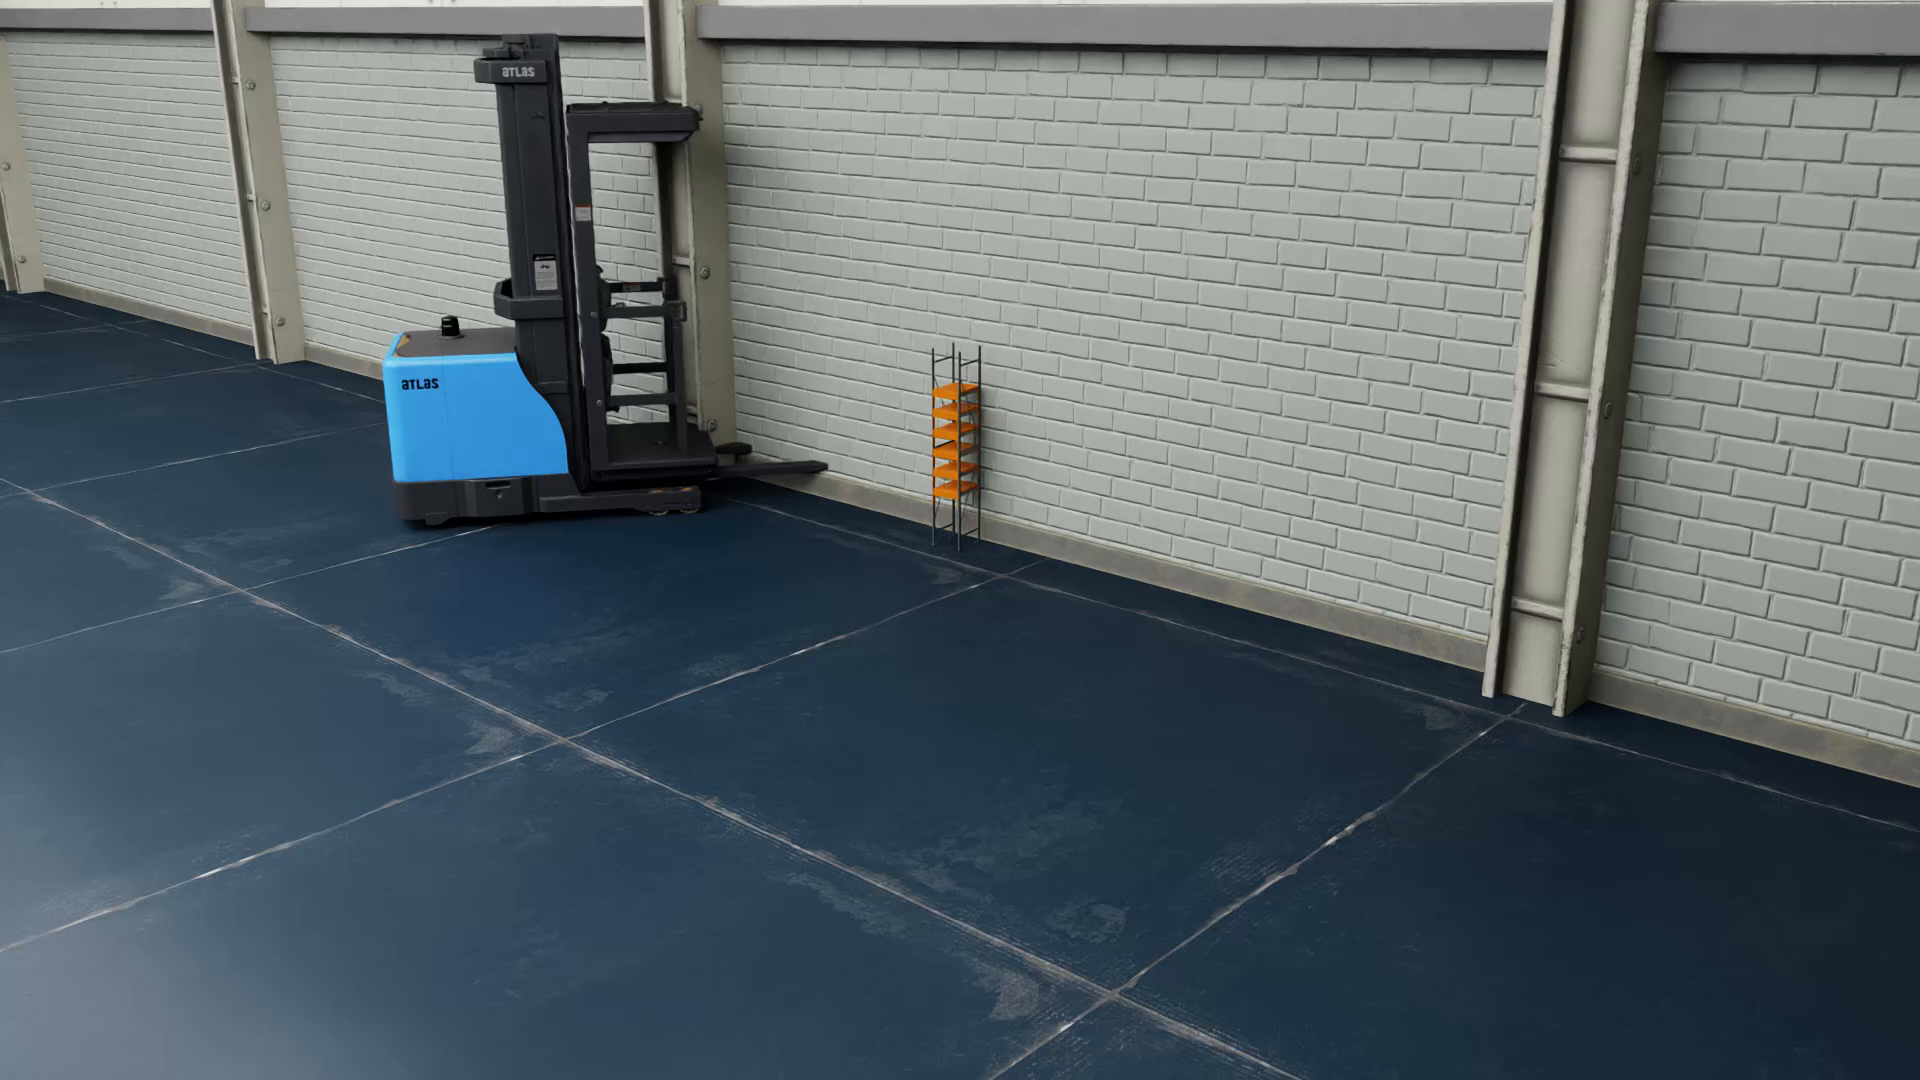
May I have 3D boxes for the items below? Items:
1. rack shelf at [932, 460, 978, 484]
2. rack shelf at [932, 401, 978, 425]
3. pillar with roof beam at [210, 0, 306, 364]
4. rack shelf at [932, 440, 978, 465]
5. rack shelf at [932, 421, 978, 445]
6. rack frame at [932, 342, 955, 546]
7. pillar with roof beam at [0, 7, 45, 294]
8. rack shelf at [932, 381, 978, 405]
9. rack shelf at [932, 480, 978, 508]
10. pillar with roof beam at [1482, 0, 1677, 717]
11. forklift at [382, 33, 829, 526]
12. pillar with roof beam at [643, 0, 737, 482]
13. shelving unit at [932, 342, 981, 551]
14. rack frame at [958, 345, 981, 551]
[{"bbox_3d":[-0.020,-0.395,9.916,0.180,0.103,0.258,11,20,31],"label":"rack shelf"},{"bbox_3d":[-0.020,-0.739,9.808,0.180,0.103,0.258,11,20,31],"label":"rack shelf"},{"bbox_3d":[-9.132,-4.991,10.962,0.400,9.000,9.100,15,23,39],"label":"pillar with roof beam"},{"bbox_3d":[-0.020,-0.510,9.880,0.180,0.103,0.258,11,20,31],"label":"rack shelf"},{"bbox_3d":[-0.020,-0.624,9.844,0.180,0.103,0.258,11,20,31],"label":"rack shelf"},{"bbox_3d":[-0.097,-0.567,9.914,0.006,1.200,0.240,11,20,31],"label":"rack frame"},{"bbox_3d":[-13.620,-6.196,14.758,0.400,9.000,9.100,15,23,39],"label":"pillar with roof beam"},{"bbox_3d":[-0.020,-0.853,9.772,0.180,0.103,0.258,11,20,31],"label":"rack shelf"},{"bbox_3d":[-0.020,-0.281,9.952,0.180,0.103,0.258,11,20,31],"label":"rack shelf"},{"bbox_3d":[-0.157,-2.582,3.370,0.400,9.000,9.100,15,23,39],"label":"pillar with roof beam"},{"bbox_3d":[-2.123,-1.701,10.625,3.031,2.935,1.130,-4,18,-12],"label":"forklift"},{"bbox_3d":[-4.644,-3.786,7.166,0.400,9.000,9.100,15,23,39],"label":"pillar with roof beam"},{"bbox_3d":[-0.020,-0.552,9.867,0.189,1.200,0.258,11,20,31],"label":"shelving unit"},{"bbox_3d":[0.057,-0.538,9.820,0.006,1.200,0.240,11,20,31],"label":"rack frame"}]
